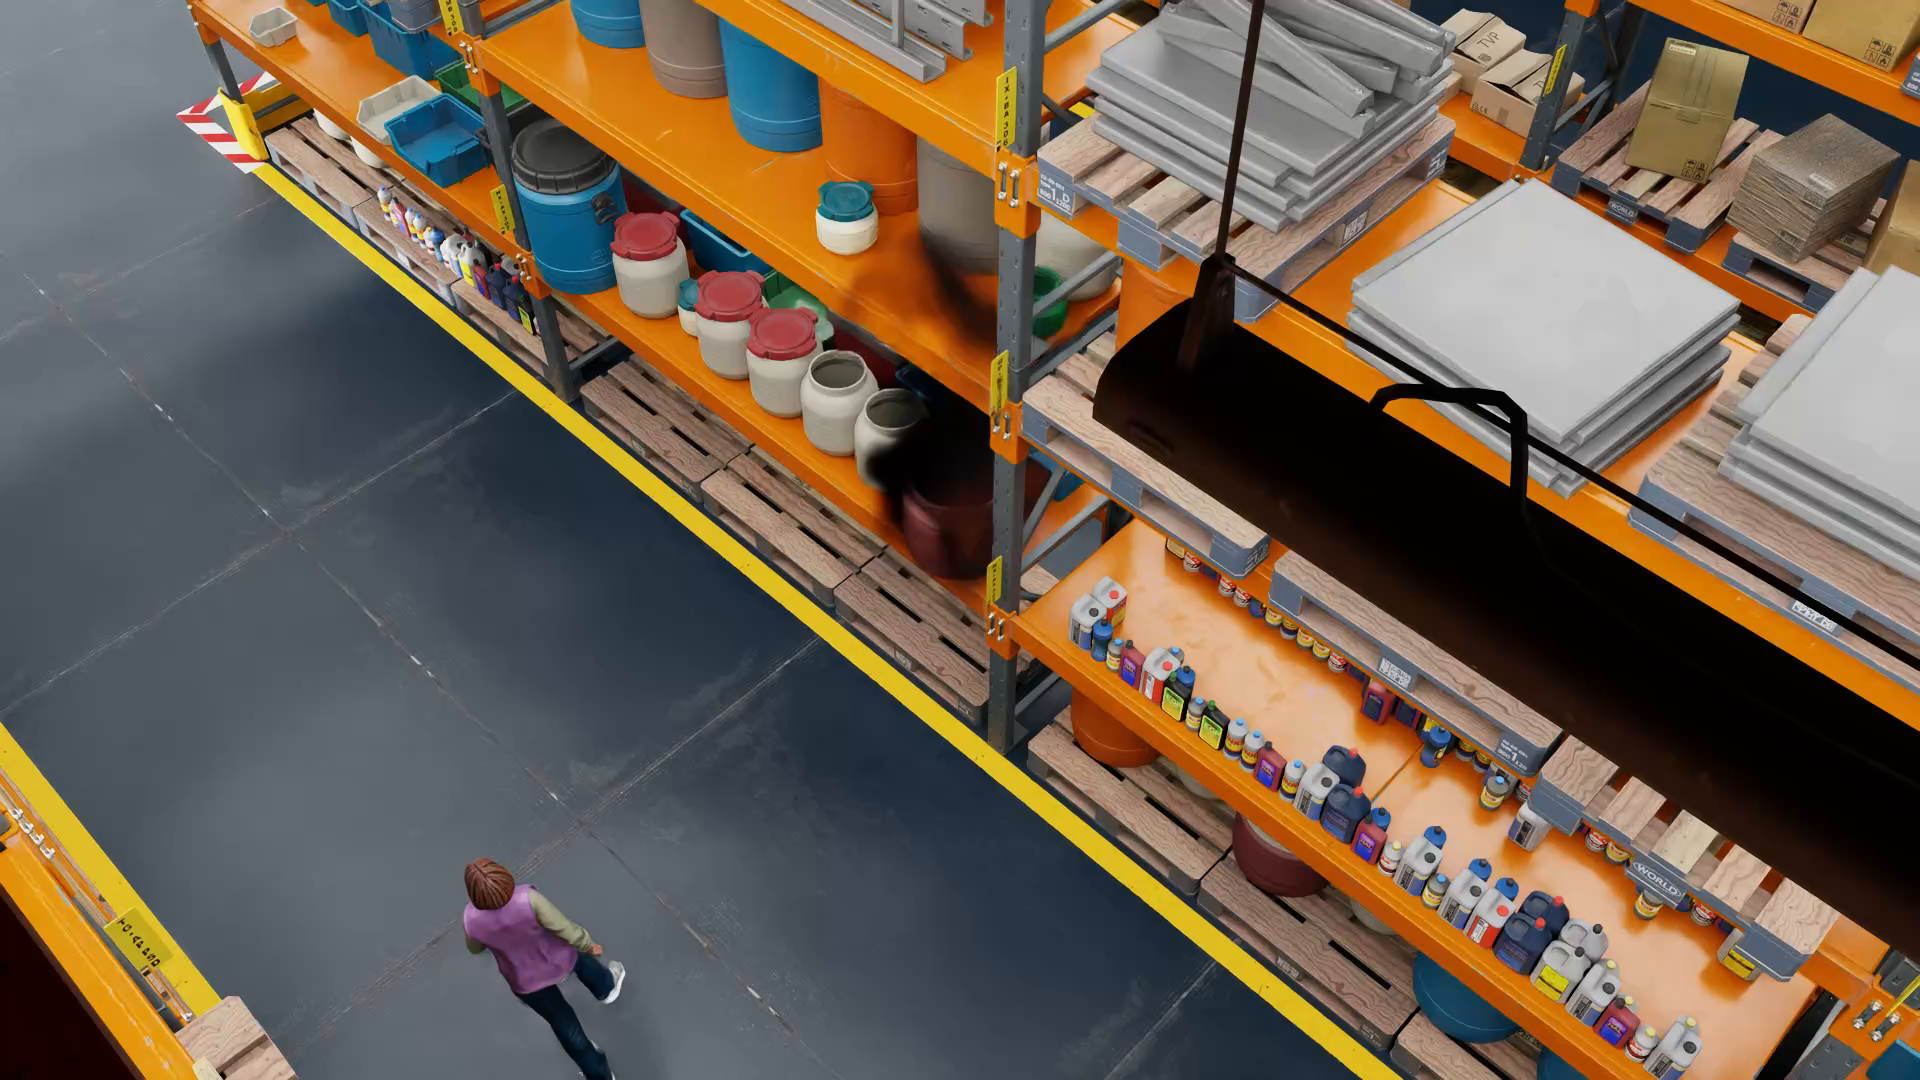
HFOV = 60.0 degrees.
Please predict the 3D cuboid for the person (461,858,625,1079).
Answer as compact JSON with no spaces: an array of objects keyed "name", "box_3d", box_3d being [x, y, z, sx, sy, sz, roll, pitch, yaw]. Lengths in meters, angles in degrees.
[{"name":"person","box_3d":[-1.838,1.874,7.416,0.593,1.601,0.727,-19,53,-15]}]
